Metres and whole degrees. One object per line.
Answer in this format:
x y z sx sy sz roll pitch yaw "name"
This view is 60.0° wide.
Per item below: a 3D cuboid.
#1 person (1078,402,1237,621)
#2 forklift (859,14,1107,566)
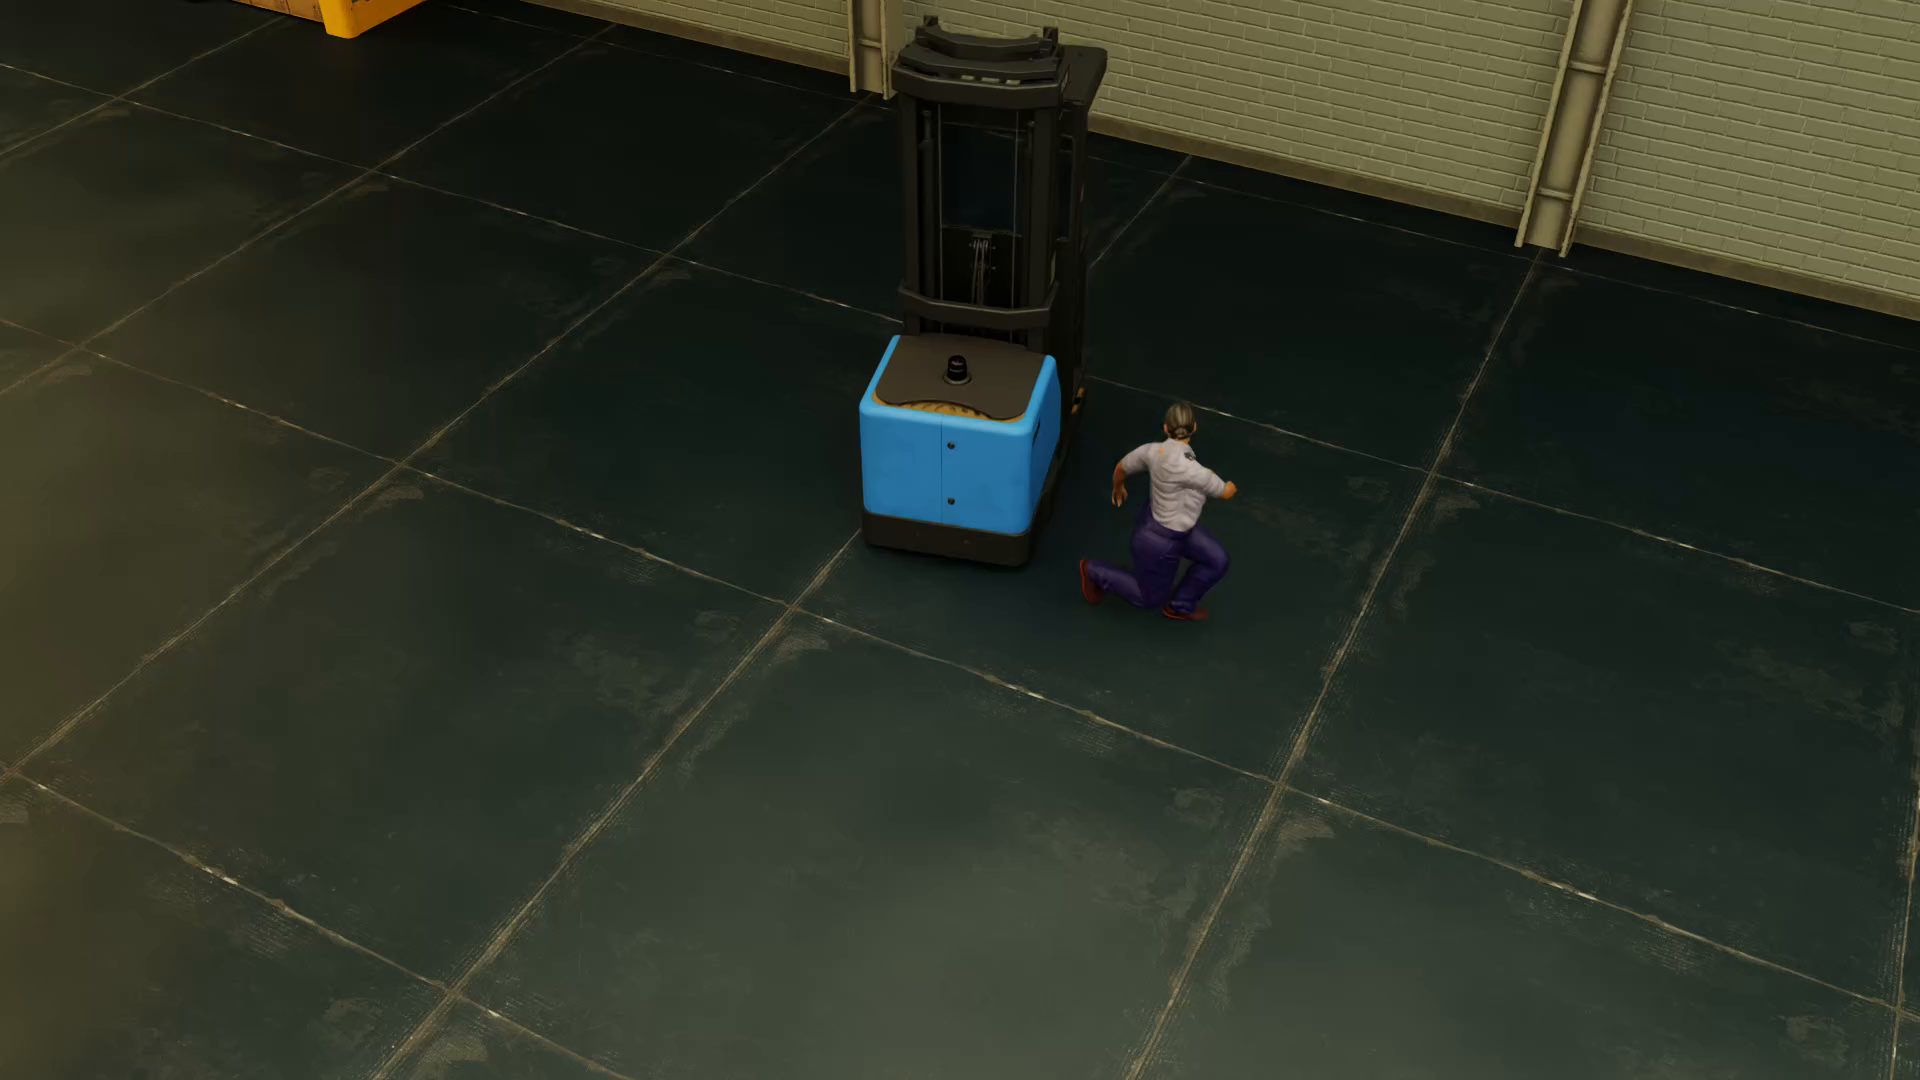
1.115 -0.131 9.376 0.862 1.418 0.601 5 40 6 "person"
0.245 -1.920 10.266 1.130 2.935 3.031 9 41 10 "forklift"
